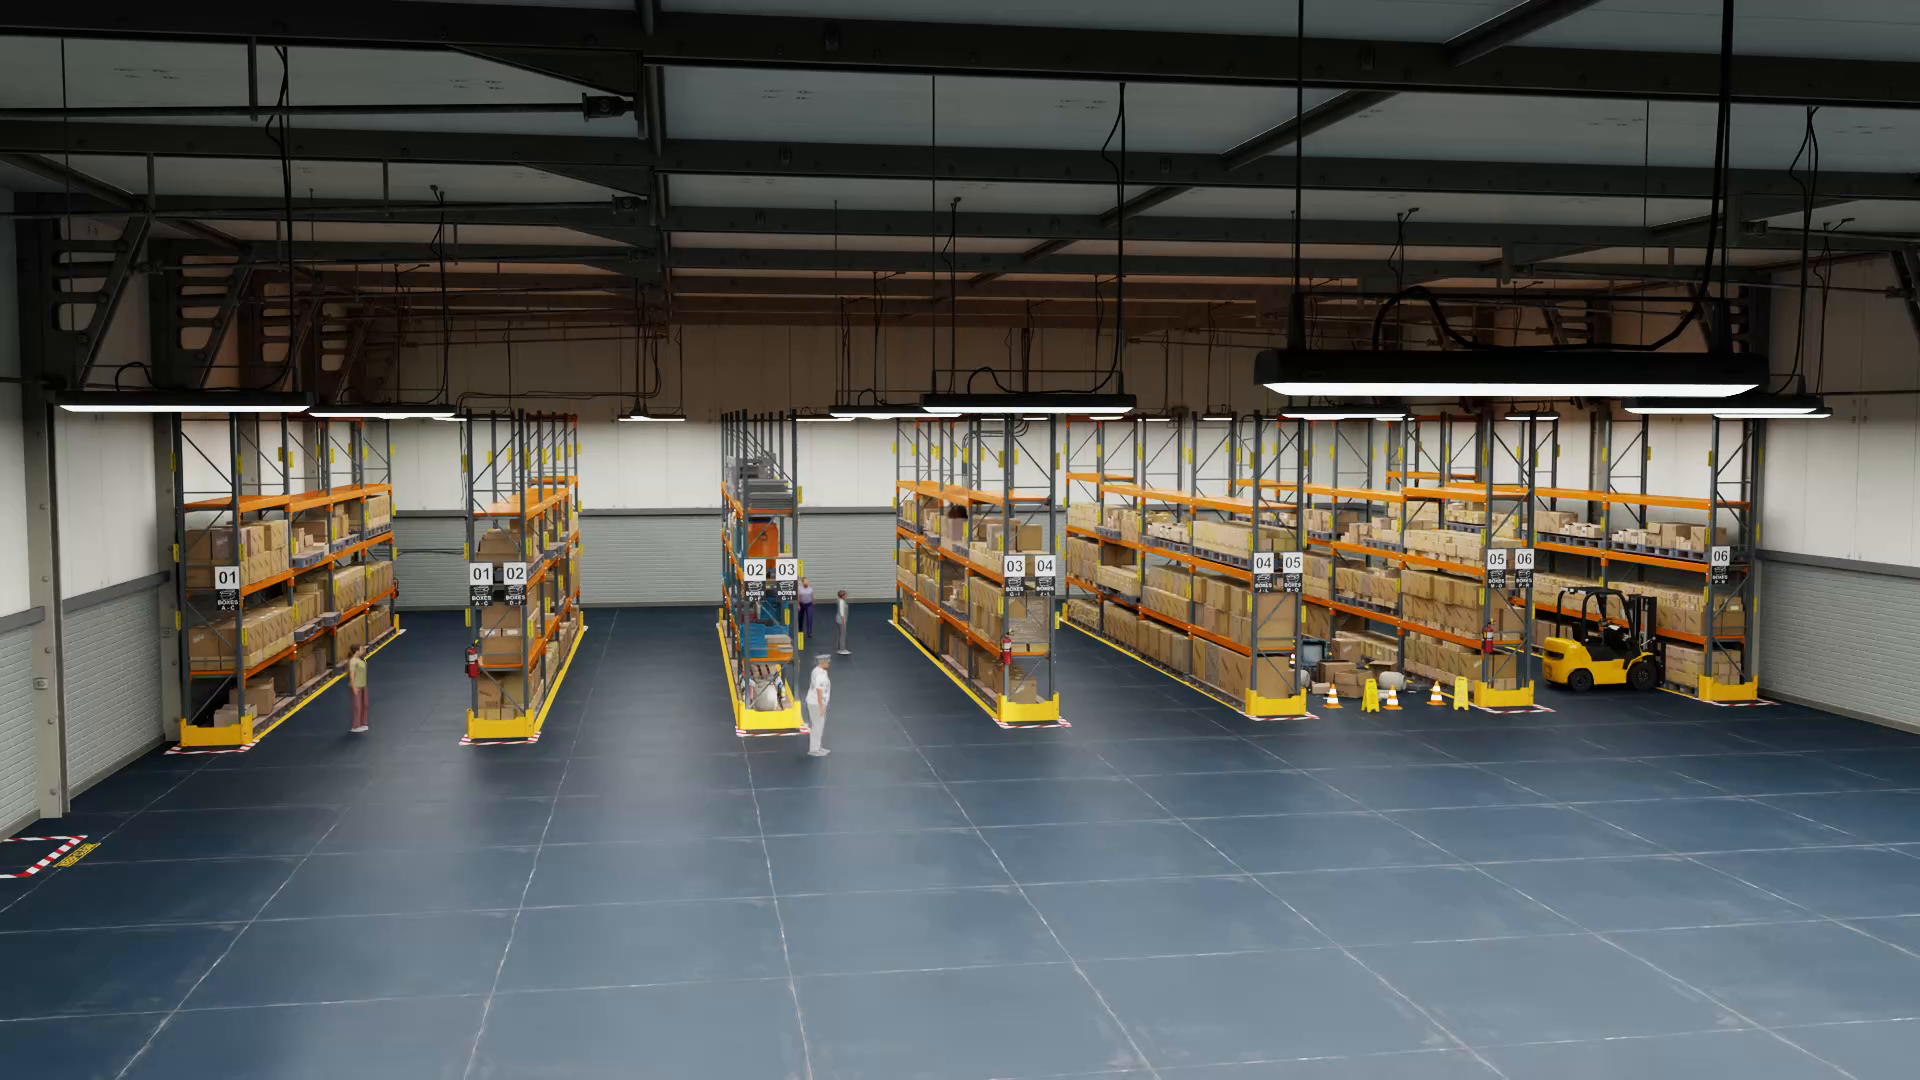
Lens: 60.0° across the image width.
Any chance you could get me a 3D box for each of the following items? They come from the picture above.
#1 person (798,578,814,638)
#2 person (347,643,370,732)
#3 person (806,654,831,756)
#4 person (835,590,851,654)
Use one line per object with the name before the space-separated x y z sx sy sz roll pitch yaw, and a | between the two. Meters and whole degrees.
person | -4.161 1.803 44.702 0.479 1.591 0.956 -1 4 -8
person | -11.208 2.754 30.976 0.360 1.702 0.555 1 4 10
person | -2.446 2.850 28.760 0.431 1.757 0.566 -1 4 -11
person | -2.907 2.029 41.334 0.371 1.598 0.484 -1 4 -13
